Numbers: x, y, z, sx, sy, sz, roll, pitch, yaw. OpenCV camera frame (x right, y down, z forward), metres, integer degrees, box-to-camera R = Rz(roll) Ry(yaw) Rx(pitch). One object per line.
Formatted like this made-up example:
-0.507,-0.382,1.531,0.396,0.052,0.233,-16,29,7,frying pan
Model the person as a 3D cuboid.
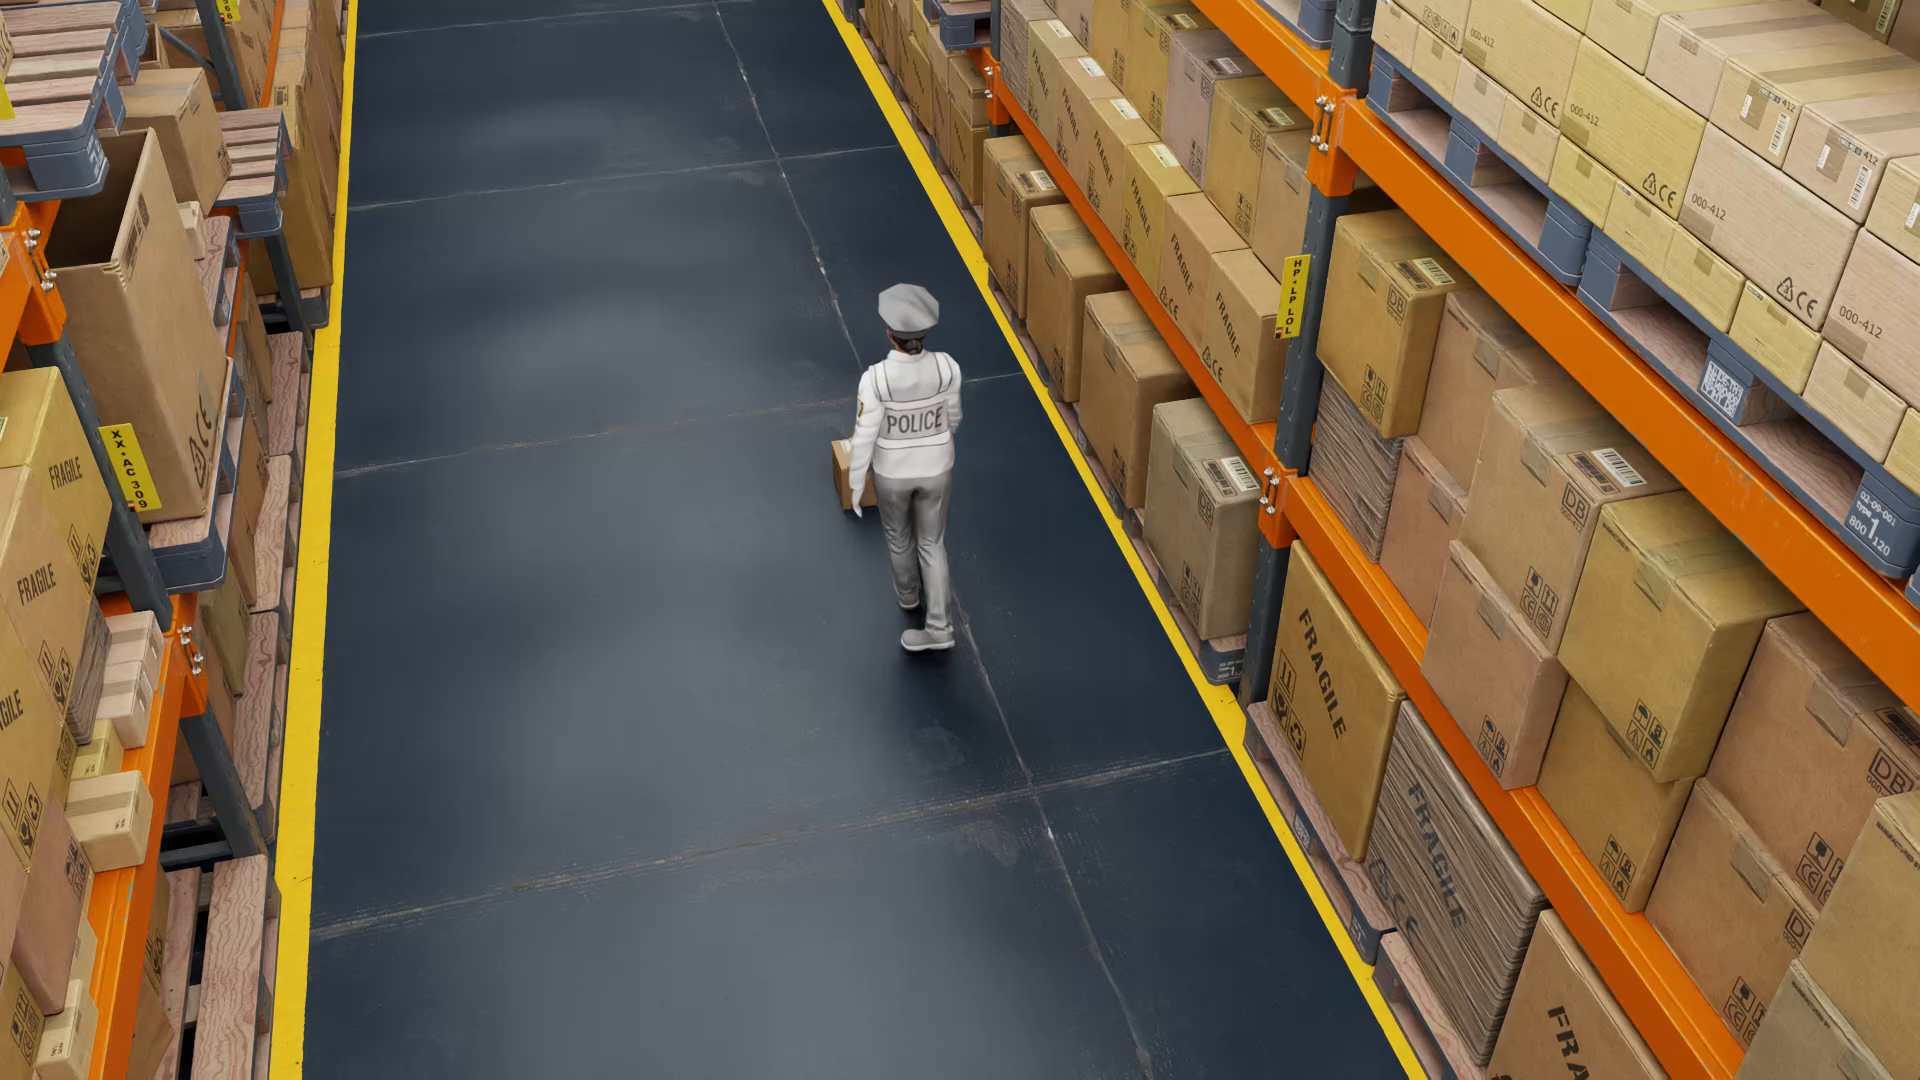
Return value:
-0.227,-0.283,7.048,0.508,1.671,0.712,-6,39,-8,person
